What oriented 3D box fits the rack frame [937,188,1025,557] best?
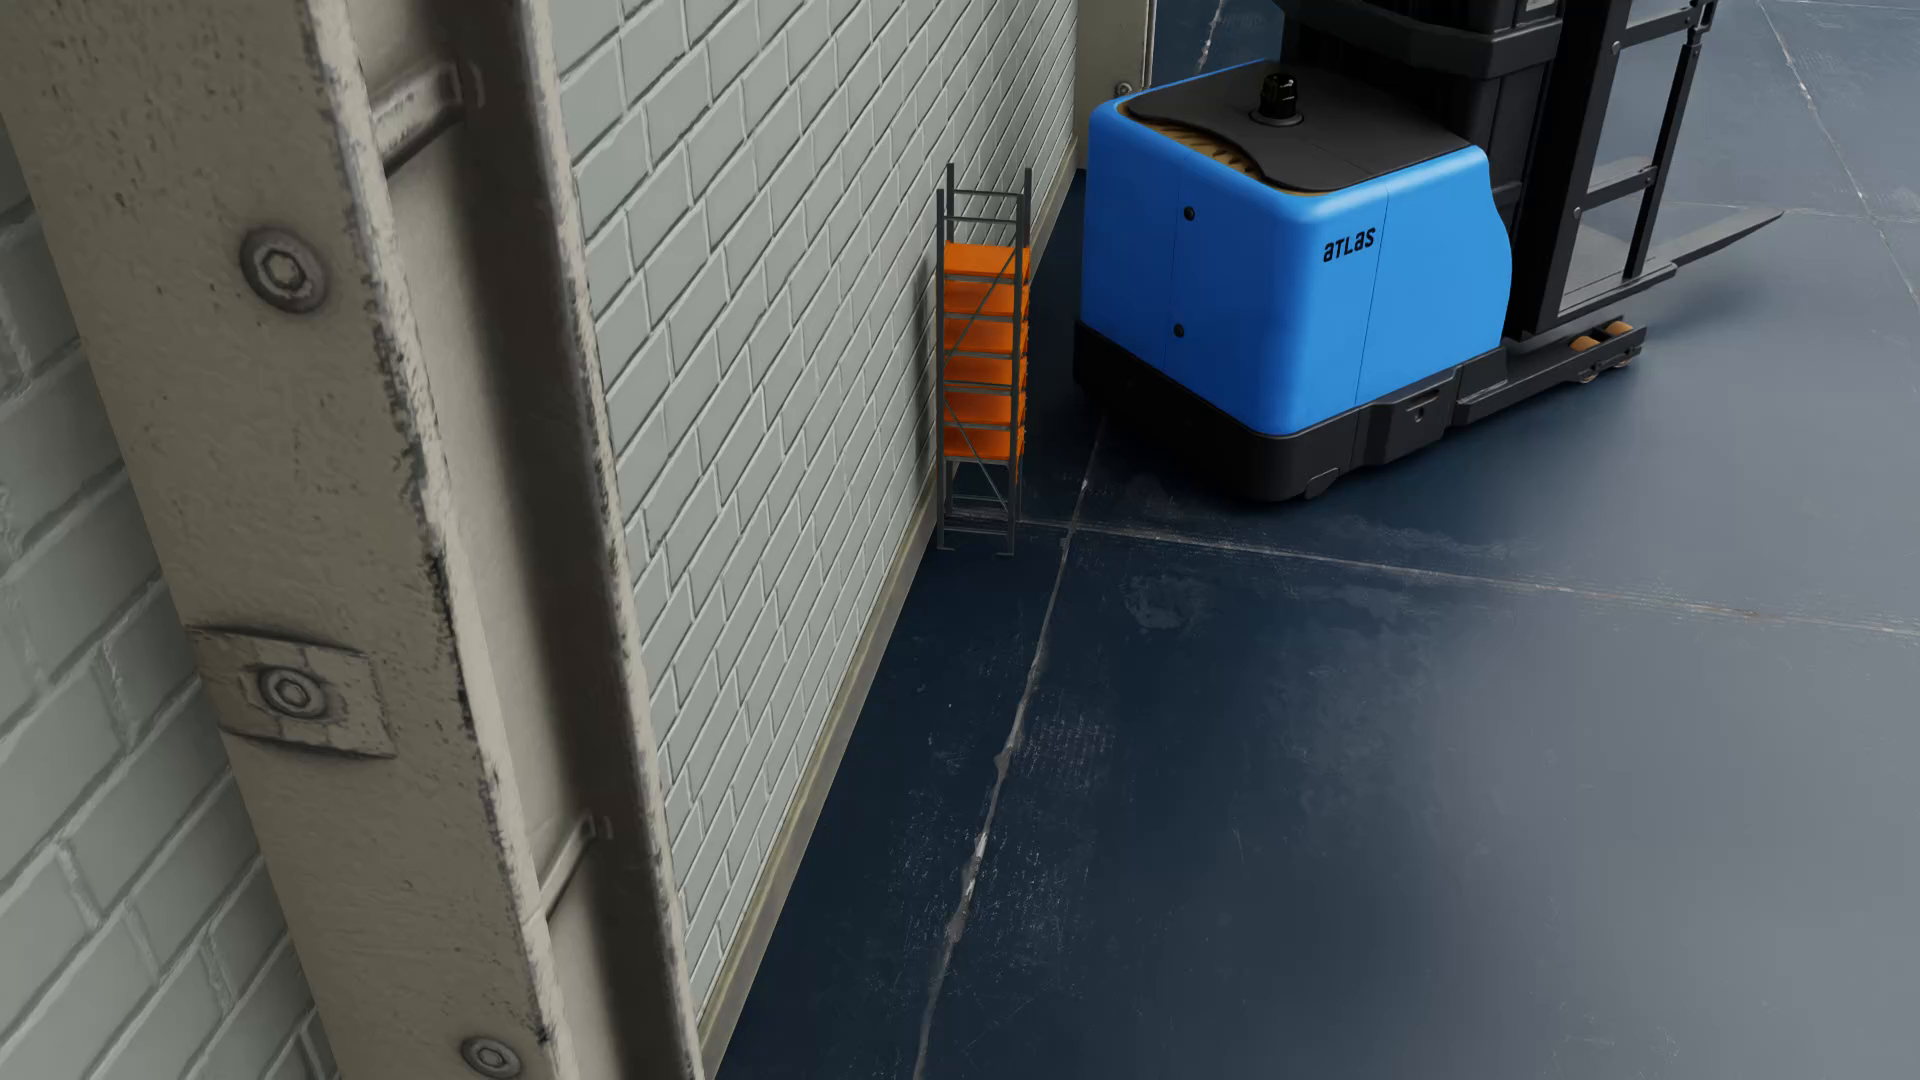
[{"bbox_3d":[0.051,-0.452,4.845,0.240,1.200,0.006,5,35,7],"label":"rack frame"}]

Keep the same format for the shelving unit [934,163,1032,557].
[{"bbox_3d":[0.065,-0.504,4.919,0.258,1.200,0.189,5,35,7],"label":"shelving unit"}]

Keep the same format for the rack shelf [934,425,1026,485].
[{"bbox_3d":[0.063,-0.271,5.082,0.258,0.103,0.180,5,35,7],"label":"rack shelf"}]

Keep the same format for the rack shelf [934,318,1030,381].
[{"bbox_3d":[0.065,-0.565,4.875,0.258,0.103,0.180,5,35,7],"label":"rack shelf"}]

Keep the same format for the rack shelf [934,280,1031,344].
[{"bbox_3d":[0.066,-0.664,4.806,0.258,0.103,0.180,5,35,7],"label":"rack shelf"}]

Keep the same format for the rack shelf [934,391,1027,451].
[{"bbox_3d":[0.064,-0.369,5.013,0.258,0.103,0.180,5,35,7],"label":"rack shelf"}]

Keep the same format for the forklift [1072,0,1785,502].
[{"bbox_3d":[1.900,-1.988,5.495,3.031,2.935,1.130,-22,42,-28],"label":"forklift"}]

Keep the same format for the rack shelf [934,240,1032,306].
[{"bbox_3d":[0.067,-0.762,4.738,0.258,0.103,0.180,5,35,7],"label":"rack shelf"}]

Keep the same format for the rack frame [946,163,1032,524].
[{"bbox_3d":[0.078,-0.556,4.993,0.240,1.200,0.006,5,35,7],"label":"rack frame"}]

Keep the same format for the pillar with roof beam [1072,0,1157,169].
[{"bbox_3d":[4.897,-4.903,4.346,9.100,9.000,0.400,7,37,10],"label":"pillar with roof beam"}]

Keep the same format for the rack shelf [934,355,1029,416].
[{"bbox_3d":[0.064,-0.467,4.944,0.258,0.103,0.180,5,35,7],"label":"rack shelf"}]
